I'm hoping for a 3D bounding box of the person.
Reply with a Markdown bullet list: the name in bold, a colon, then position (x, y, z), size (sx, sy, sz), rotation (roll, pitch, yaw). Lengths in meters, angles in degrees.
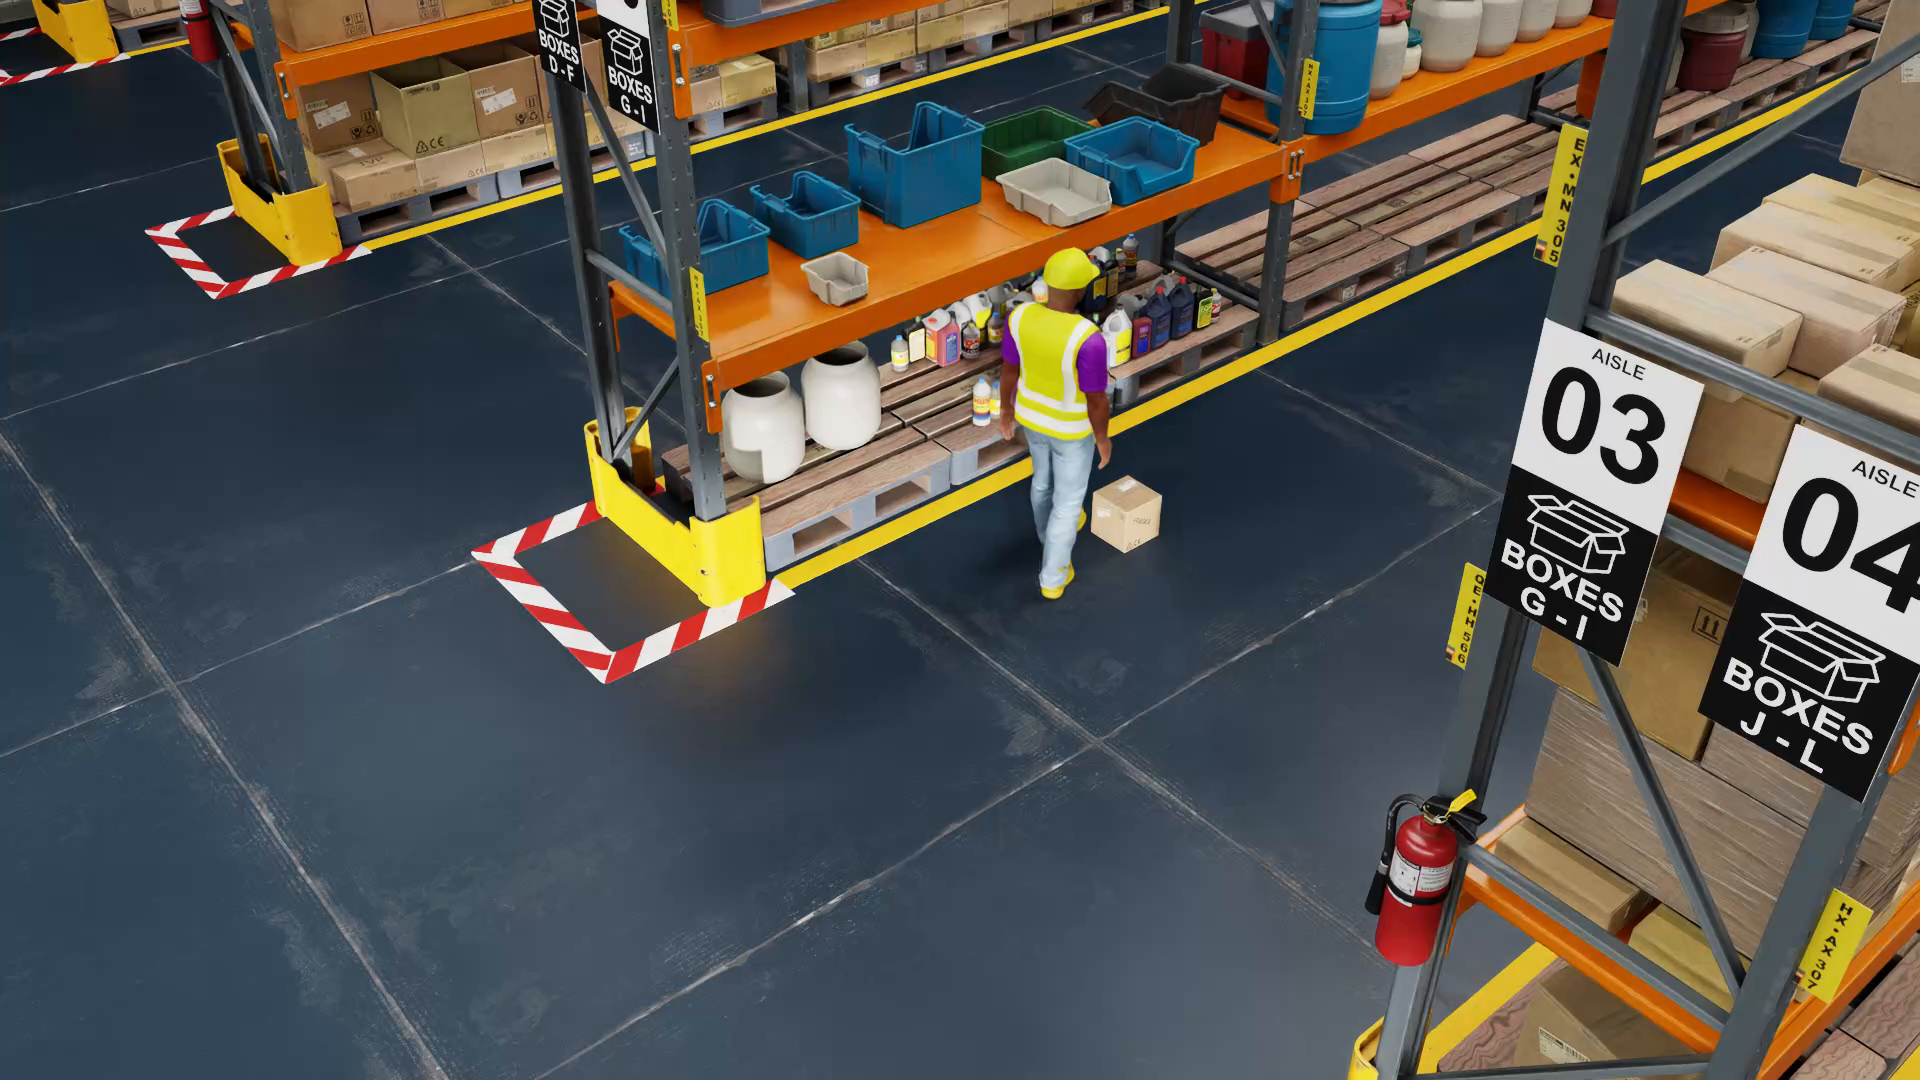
- **person**: position (0.517, -0.608, 7.900), size (0.592, 1.761, 0.667), rotation (24, 42, 30)
